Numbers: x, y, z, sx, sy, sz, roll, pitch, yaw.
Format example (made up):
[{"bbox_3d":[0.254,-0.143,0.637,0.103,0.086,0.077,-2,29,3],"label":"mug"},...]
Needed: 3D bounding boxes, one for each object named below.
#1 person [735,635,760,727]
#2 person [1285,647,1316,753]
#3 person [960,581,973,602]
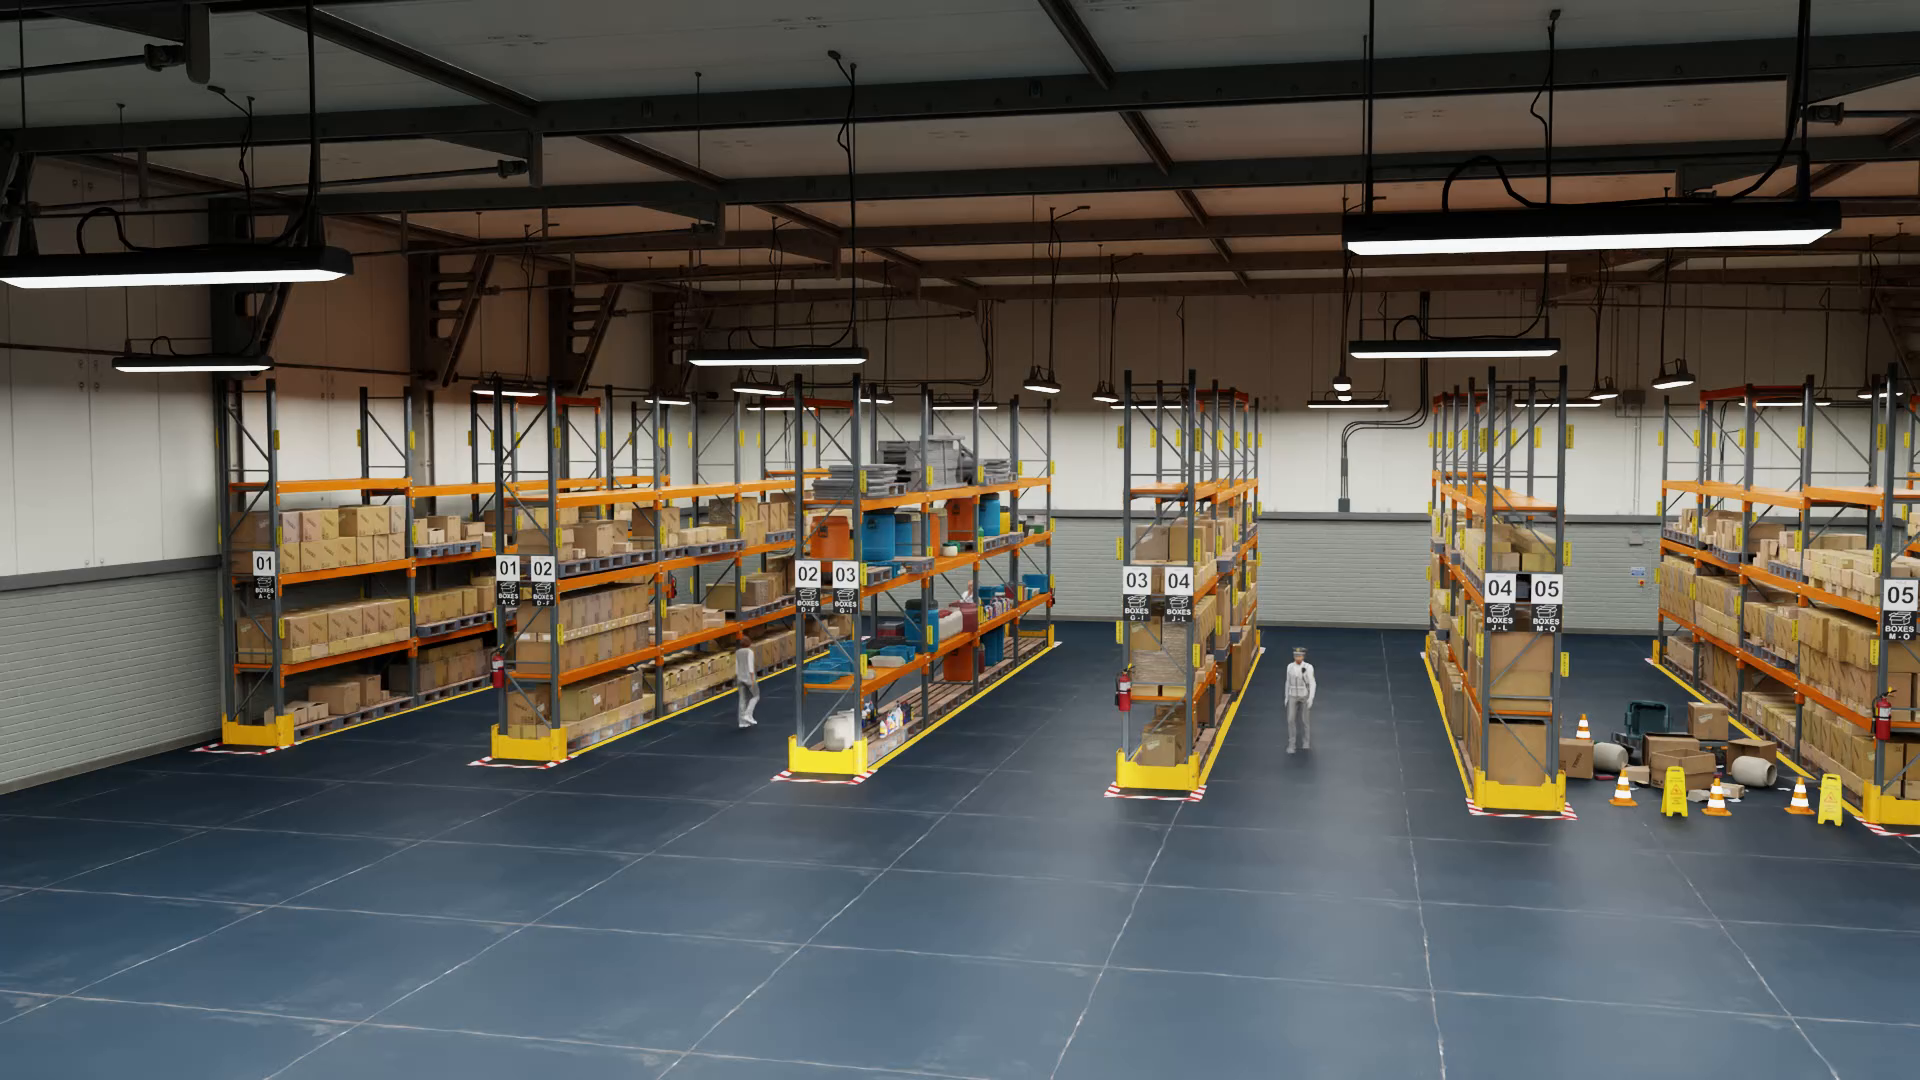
[{"bbox_3d":[-3.740,2.458,28.990,0.453,1.586,0.443,1,4,23],"label":"person"},{"bbox_3d":[5.473,2.570,26.814,0.539,1.697,0.599,2,4,32],"label":"person"},{"bbox_3d":[0.252,1.803,38.696,0.578,1.718,1.205,3,5,42],"label":"person"}]
